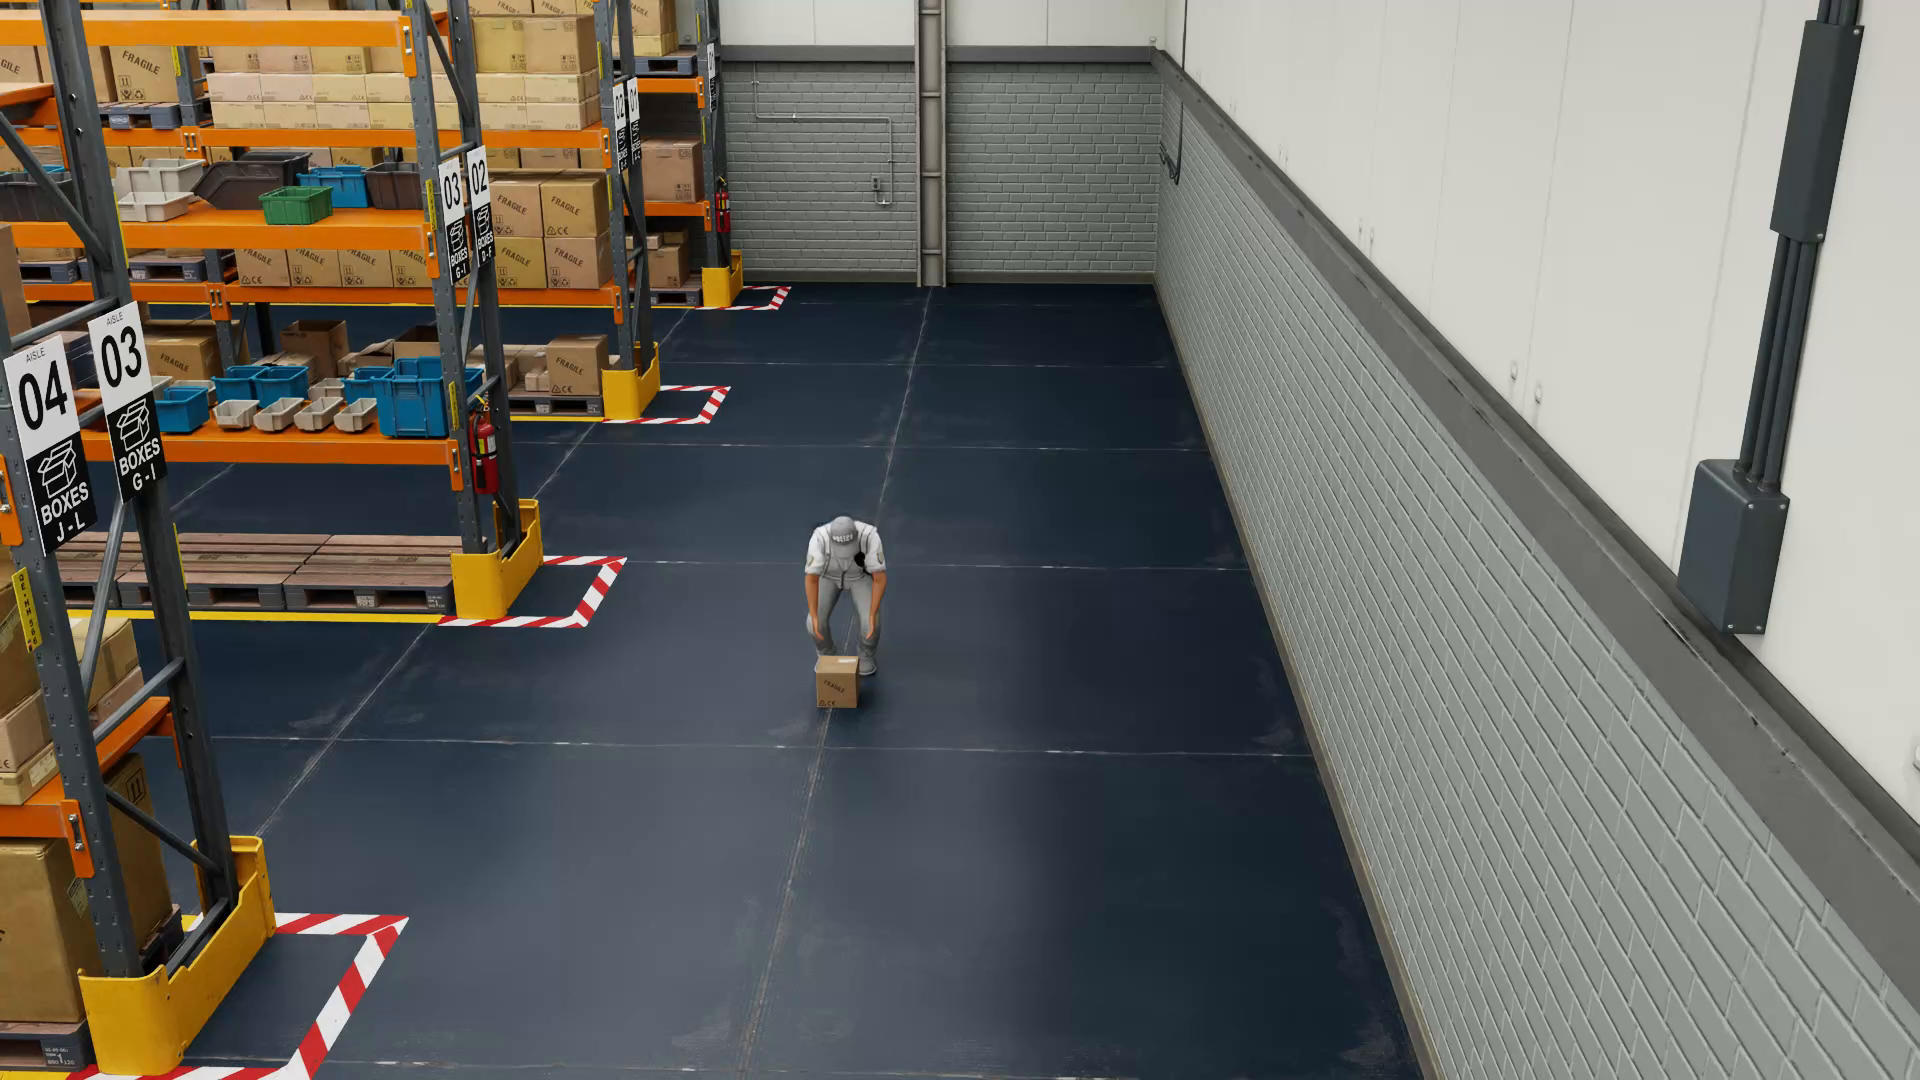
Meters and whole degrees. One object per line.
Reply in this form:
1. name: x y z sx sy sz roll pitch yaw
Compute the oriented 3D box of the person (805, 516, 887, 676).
1. person: -0.736 0.322 10.887 0.538 1.207 0.807 1 21 2
